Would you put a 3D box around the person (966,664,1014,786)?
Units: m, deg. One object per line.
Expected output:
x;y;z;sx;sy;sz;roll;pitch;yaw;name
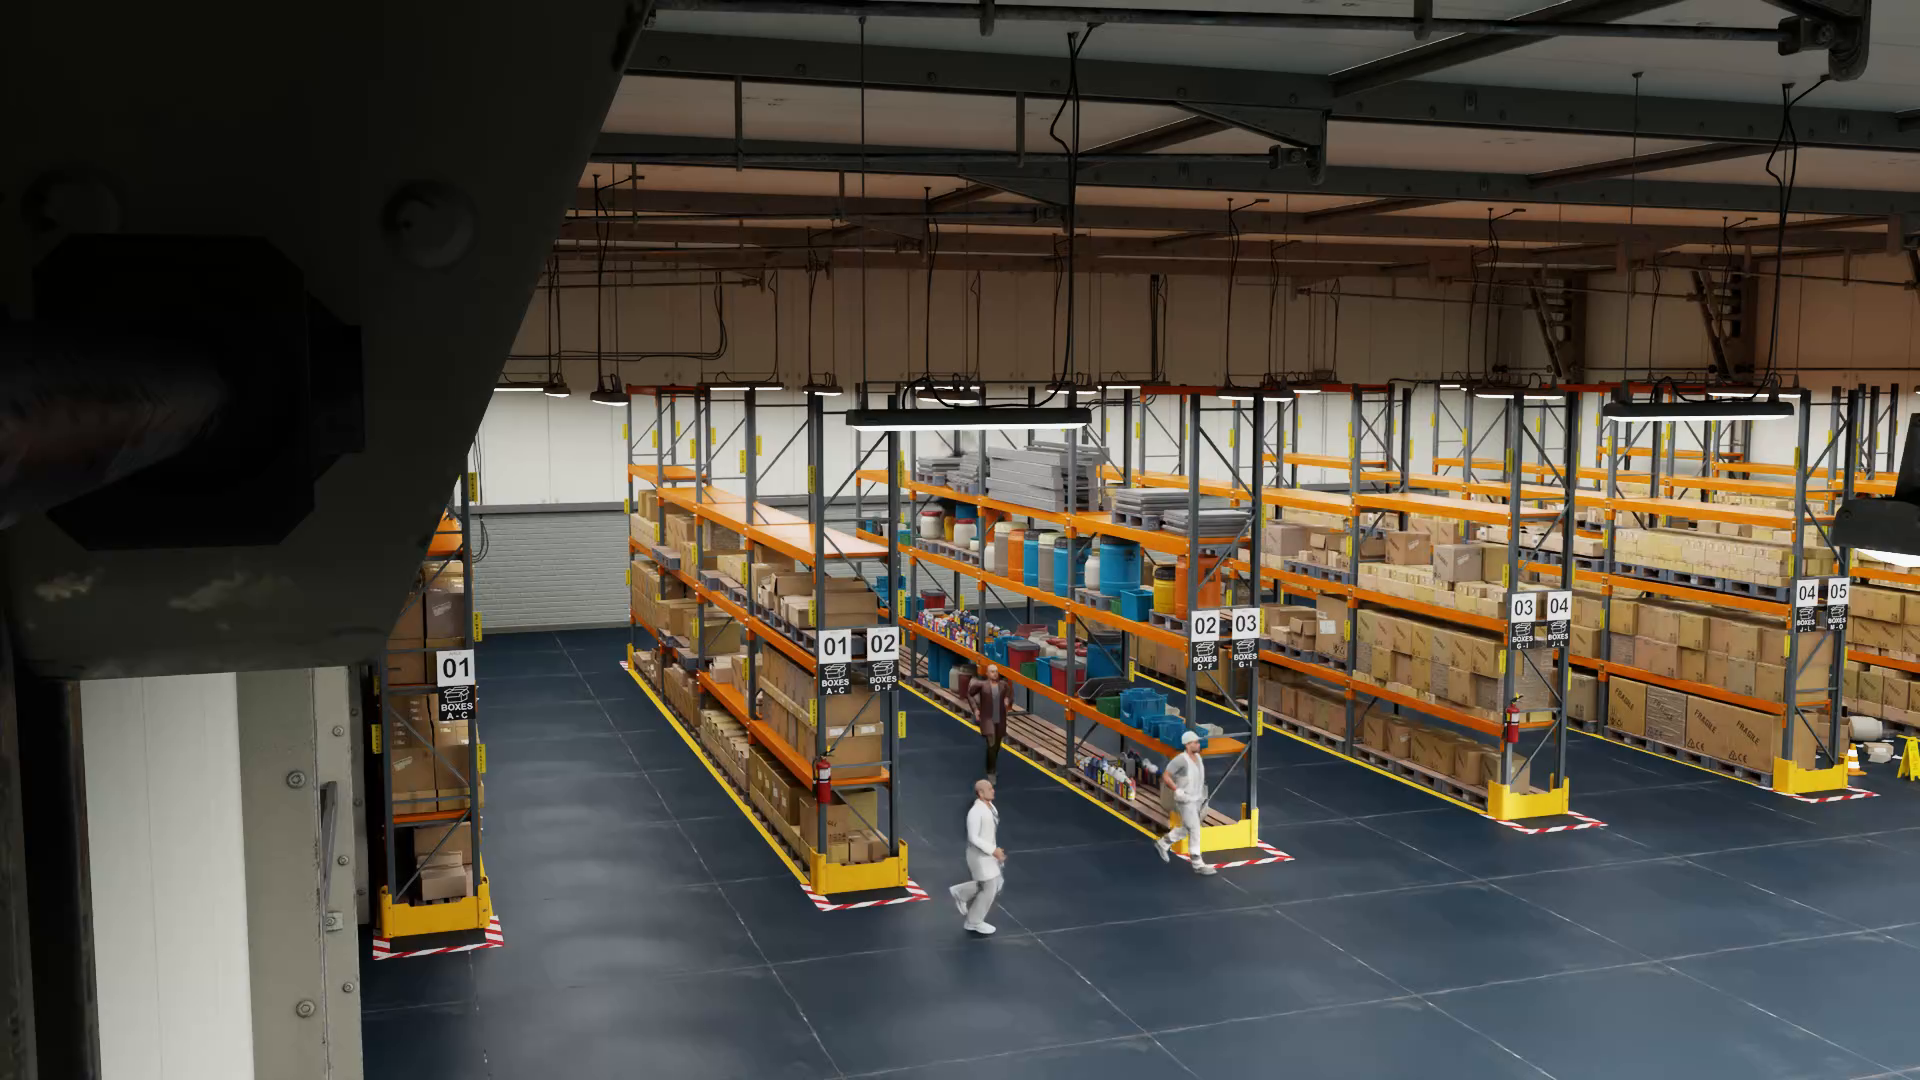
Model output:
0.500;2.822;25.513;0.686;1.846;0.770;-2;6;-21;person

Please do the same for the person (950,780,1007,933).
0.251;3.642;18.732;0.633;1.539;0.728;2;6;15;person

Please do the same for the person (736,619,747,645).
-4.679;1.780;35.647;0.982;1.722;0.700;5;8;40;person

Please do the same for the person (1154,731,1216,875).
2.840;3.271;20.903;0.901;1.775;0.663;4;7;35;person
